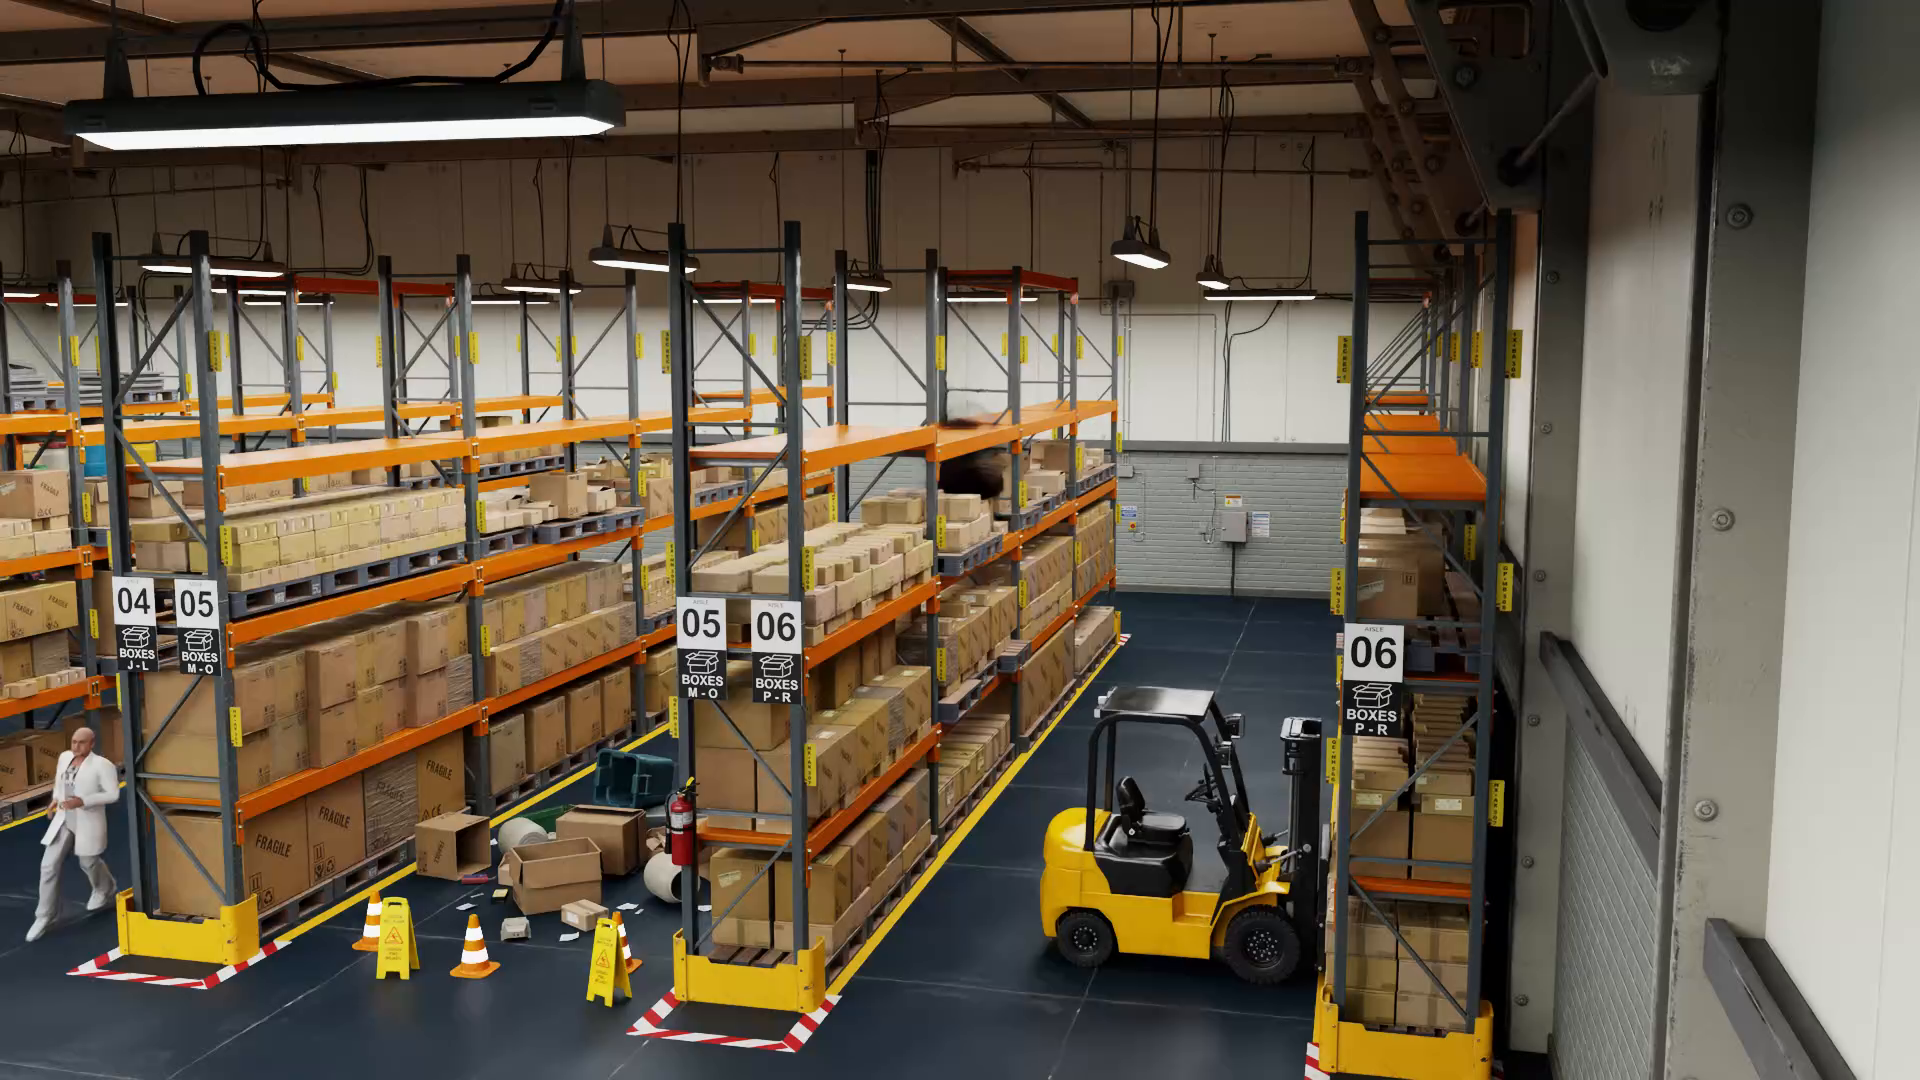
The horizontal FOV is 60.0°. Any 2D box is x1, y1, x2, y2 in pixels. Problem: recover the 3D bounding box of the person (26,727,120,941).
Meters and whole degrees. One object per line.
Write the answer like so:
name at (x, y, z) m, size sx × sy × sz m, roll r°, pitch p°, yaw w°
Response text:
person at (-7.700, 2.518, 14.648) m, size 0.712 × 1.789 × 0.973 m, roll 1°, pitch 7°, yaw 4°
